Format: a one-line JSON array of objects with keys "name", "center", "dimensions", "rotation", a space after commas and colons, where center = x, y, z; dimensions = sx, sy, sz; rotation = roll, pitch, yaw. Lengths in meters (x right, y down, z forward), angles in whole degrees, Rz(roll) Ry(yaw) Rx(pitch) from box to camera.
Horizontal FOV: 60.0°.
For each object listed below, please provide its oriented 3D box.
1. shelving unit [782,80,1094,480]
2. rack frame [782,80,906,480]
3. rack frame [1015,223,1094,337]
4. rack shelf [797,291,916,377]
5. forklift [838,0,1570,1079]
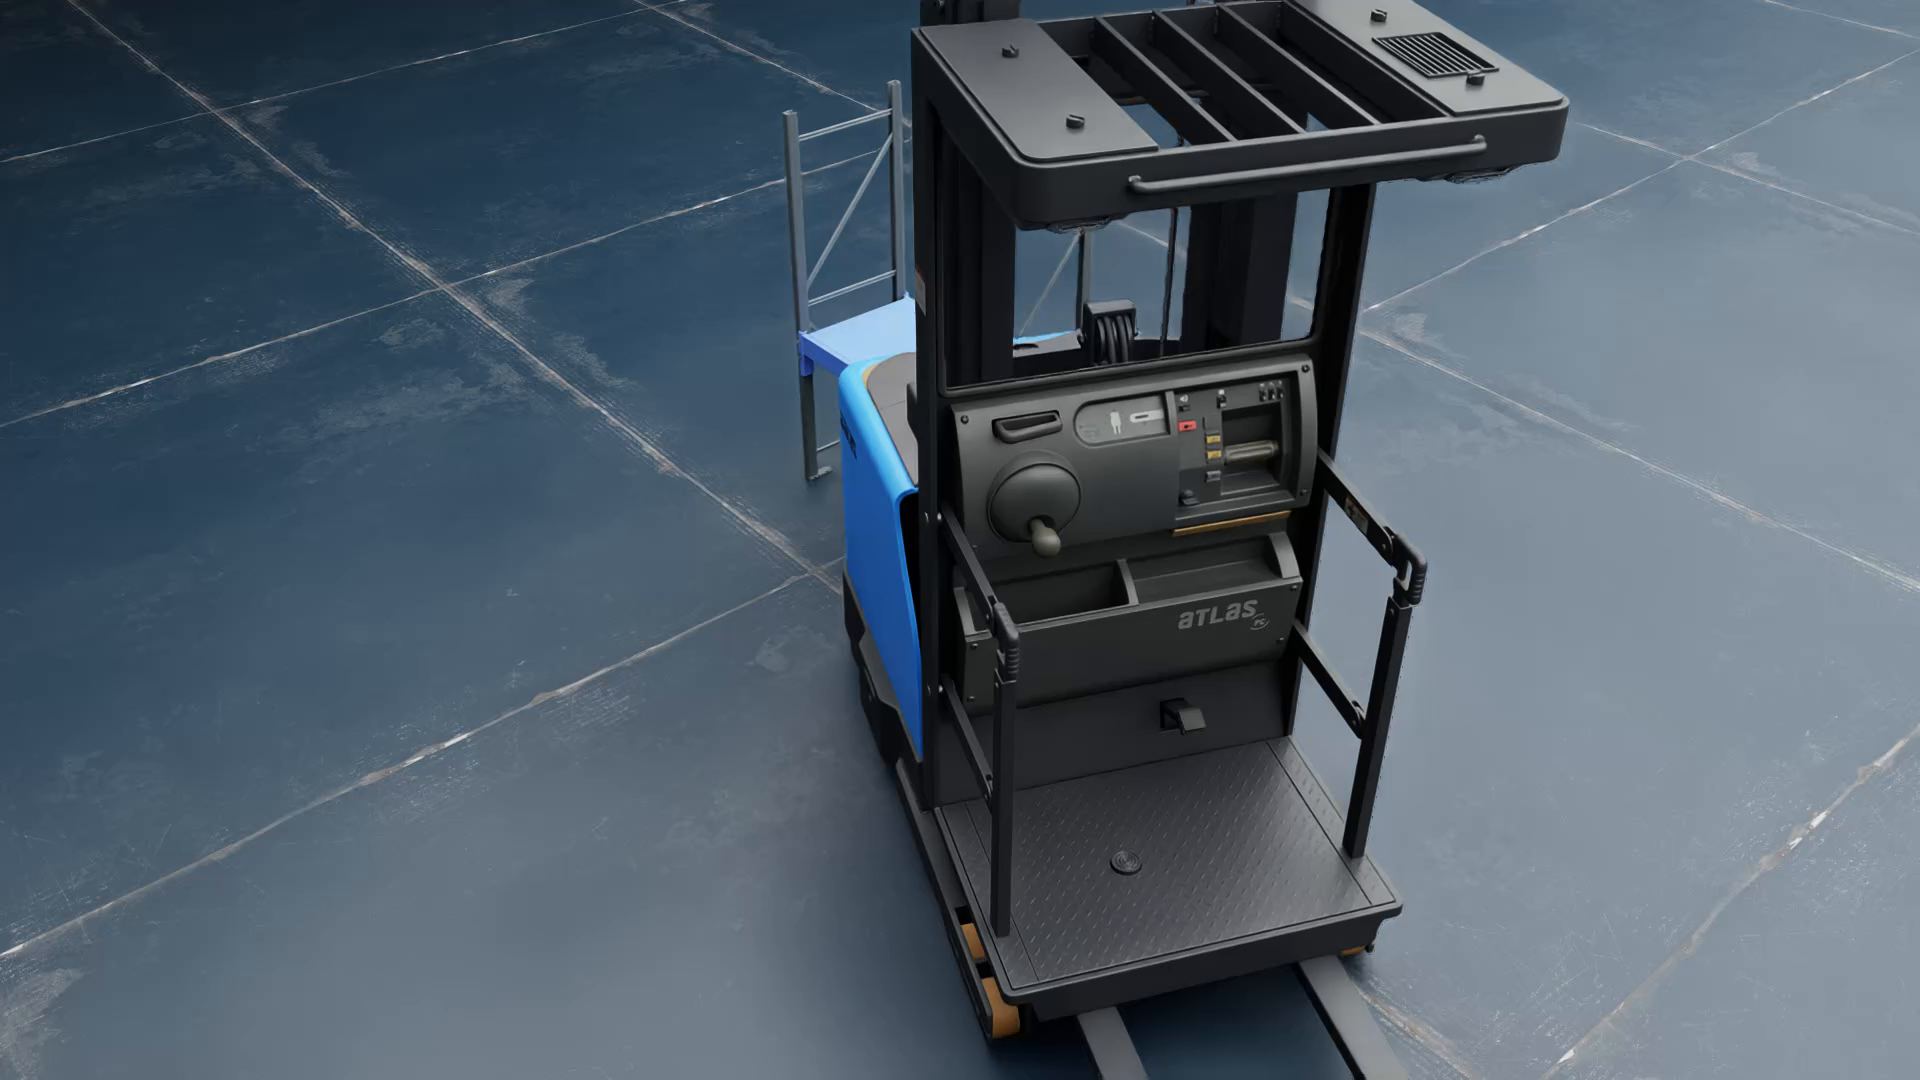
[{"name": "shelving unit", "center": [-0.088, -0.723, 5.973], "dimensions": [0.538, 1.500, 1.048], "rotation": [-26, 43, -32]}, {"name": "rack frame", "center": [-0.413, -0.948, 6.291], "dimensions": [0.500, 1.500, 0.032], "rotation": [-26, 43, -32]}, {"name": "rack frame", "center": [0.238, -0.497, 5.654], "dimensions": [0.500, 1.500, 0.032], "rotation": [-26, 43, -32]}, {"name": "rack shelf", "center": [-0.087, -0.576, 6.077], "dimensions": [0.538, 0.185, 1.000], "rotation": [-26, 43, -32]}, {"name": "forklift", "center": [0.502, -0.139, 3.910], "dimensions": [1.130, 2.935, 3.031], "rotation": [-9, 36, -13]}]
